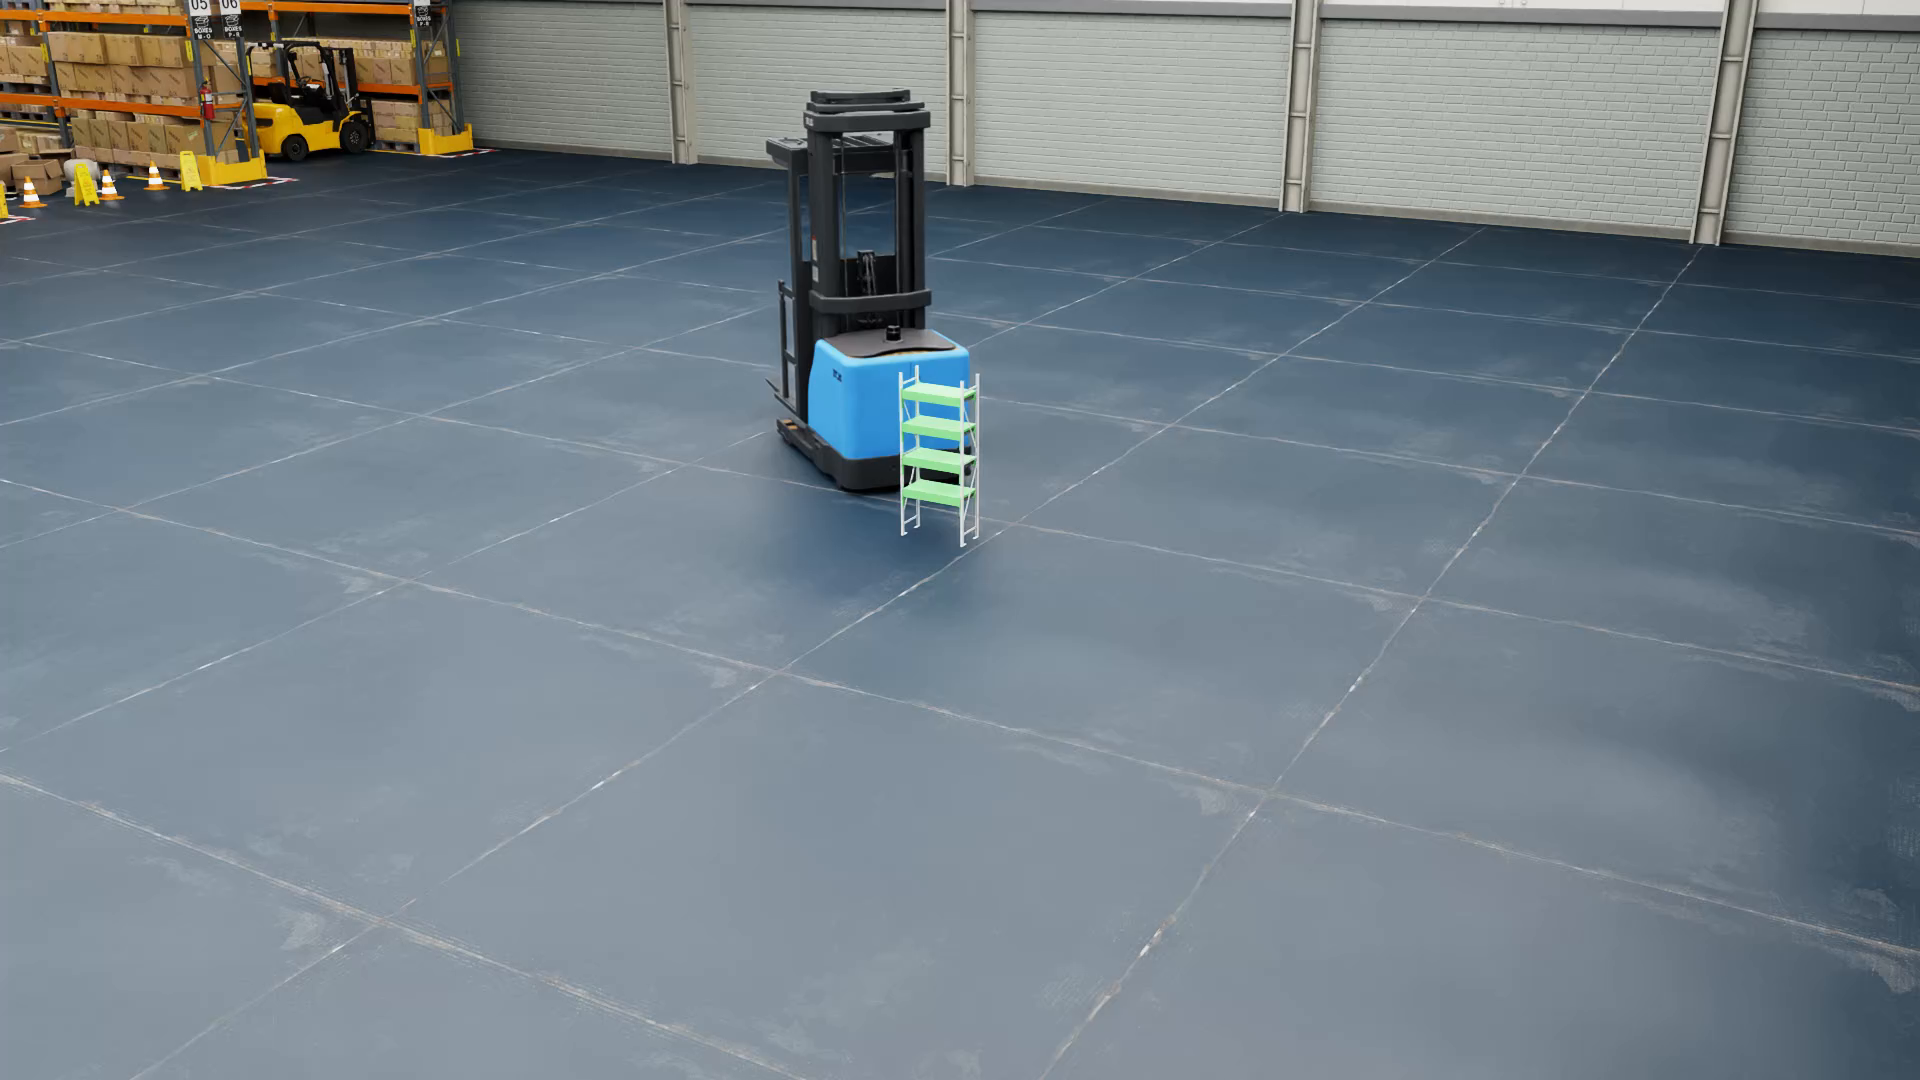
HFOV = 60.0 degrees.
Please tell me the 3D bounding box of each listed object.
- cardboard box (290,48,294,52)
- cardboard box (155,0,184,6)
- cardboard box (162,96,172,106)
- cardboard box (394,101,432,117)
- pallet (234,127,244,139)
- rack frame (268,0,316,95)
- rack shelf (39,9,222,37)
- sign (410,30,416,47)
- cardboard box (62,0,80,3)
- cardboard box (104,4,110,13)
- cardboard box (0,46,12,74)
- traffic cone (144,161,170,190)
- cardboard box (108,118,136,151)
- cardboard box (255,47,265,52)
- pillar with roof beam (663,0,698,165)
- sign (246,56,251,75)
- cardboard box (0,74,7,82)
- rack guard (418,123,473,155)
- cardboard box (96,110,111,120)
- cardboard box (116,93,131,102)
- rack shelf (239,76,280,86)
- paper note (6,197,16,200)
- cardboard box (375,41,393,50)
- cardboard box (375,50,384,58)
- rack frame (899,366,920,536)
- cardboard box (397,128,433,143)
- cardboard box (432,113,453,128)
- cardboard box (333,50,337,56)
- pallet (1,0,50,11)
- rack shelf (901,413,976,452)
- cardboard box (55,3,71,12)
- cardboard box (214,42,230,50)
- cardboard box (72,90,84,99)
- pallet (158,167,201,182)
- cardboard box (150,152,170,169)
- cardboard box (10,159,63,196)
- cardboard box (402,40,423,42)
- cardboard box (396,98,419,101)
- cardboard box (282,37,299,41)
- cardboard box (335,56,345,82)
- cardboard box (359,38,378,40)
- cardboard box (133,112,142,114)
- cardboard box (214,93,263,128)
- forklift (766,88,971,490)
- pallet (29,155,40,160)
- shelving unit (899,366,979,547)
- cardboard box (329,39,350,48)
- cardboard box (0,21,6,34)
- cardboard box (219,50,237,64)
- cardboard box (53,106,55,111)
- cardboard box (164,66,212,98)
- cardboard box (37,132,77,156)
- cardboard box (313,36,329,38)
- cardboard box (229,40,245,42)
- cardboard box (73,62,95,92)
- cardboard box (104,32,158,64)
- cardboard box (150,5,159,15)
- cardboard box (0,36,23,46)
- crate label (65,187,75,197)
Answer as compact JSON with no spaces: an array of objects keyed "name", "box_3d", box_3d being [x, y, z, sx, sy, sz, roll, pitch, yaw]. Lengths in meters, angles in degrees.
[{"name":"cardboard box","box_3d":[-13.638,-10.086,34.173,0.250,0.149,0.380,10,22,26]},{"name":"cardboard box","box_3d":[-13.292,-9.206,28.230,0.500,0.250,0.500,10,22,27]},{"name":"cardboard box","box_3d":[-13.633,-7.660,28.953,0.250,0.149,0.380,10,22,26]},{"name":"cardboard box","box_3d":[-10.850,-8.559,33.011,0.500,0.250,0.500,12,23,29]},{"name":"pallet","box_3d":[-15.520,-8.868,36.002,1.213,0.211,1.003,11,23,27]},{"name":"rack frame","box_3d":[-13.788,-9.865,34.663,0.127,3.000,1.000,11,23,27]},{"name":"rack shelf","box_3d":[-14.460,-9.126,29.282,4.000,0.370,1.077,11,23,27]},{"name":"sign","box_3d":[-10.573,-9.697,32.152,0.005,0.325,0.100,11,23,27]},{"name":"cardboard box","box_3d":[-15.500,-9.629,29.396,0.500,0.250,0.500,11,22,27]},{"name":"cardboard box","box_3d":[-14.705,-9.297,29.066,0.250,0.149,0.380,11,23,28]},{"name":"cardboard box","box_3d":[-17.602,-8.949,30.939,0.500,0.500,0.500,12,23,29]},{"name":"traffic cone","box_3d":[-13.718,-6.217,28.325,0.334,0.463,0.336,11,23,27]},{"name":"cardboard box","box_3d":[-14.897,-7.294,29.890,0.500,0.500,0.500,12,23,30]},{"name":"cardboard box","box_3d":[-14.429,-10.245,34.613,0.250,0.149,0.380,10,22,27]},{"name":"pillar with roof beam","box_3d":[-7.326,-10.125,26.581,0.400,9.000,9.100,11,23,27]},{"name":"sign","box_3d":[-12.449,-8.290,29.051,0.005,0.325,0.100,11,23,27]},{"name":"cardboard box","box_3d":[-17.673,-8.644,31.048,0.250,0.149,0.380,11,23,27]},{"name":"rack guard","box_3d":[-10.275,-8.021,33.244,0.348,0.500,1.175,11,23,27]},{"name":"cardboard box","box_3d":[-15.293,-7.647,29.913,0.250,0.149,0.380,12,23,29]},{"name":"cardboard box","box_3d":[-14.741,-7.872,29.536,0.250,0.149,0.380,11,23,27]},{"name":"rack shelf","box_3d":[-15.534,-9.860,35.702,4.000,0.370,1.077,11,23,27]},{"name":"paper note","box_3d":[-15.544,-5.594,27.245,0.144,0.017,0.142,-16,26,-38]},{"name":"cardboard box","box_3d":[-11.365,-9.819,33.002,0.250,0.149,0.380,11,23,28]},{"name":"cardboard box","box_3d":[-11.381,-9.666,33.015,0.250,0.149,0.380,11,22,27]},{"name":"rack frame","box_3d":[-0.358,-0.632,11.848,0.015,1.200,0.240,11,23,27]},{"name":"cardboard box","box_3d":[-10.860,-8.089,33.182,0.500,0.250,0.500,11,23,28]},{"name":"cardboard box","box_3d":[-10.605,-8.480,33.527,0.500,0.250,0.500,11,23,28]},{"name":"cardboard box","box_3d":[-12.535,-9.865,33.563,0.250,0.149,0.380,10,22,26]},{"name":"pallet","box_3d":[-16.693,-9.843,30.478,1.003,0.211,1.213,11,23,27]},{"name":"rack shelf","box_3d":[-0.145,-0.757,11.676,0.480,0.148,0.258,11,23,27]},{"name":"cardboard box","box_3d":[-15.853,-9.493,29.607,0.250,0.149,0.380,11,23,27]},{"name":"cardboard box","box_3d":[-15.594,-10.433,35.129,0.250,0.149,0.380,10,22,26]},{"name":"cardboard box","box_3d":[-15.841,-8.094,30.149,0.250,0.149,0.380,12,23,29]},{"name":"pallet","box_3d":[-13.472,-6.569,29.665,1.213,0.211,1.003,11,23,27]},{"name":"cardboard box","box_3d":[-13.999,-6.769,29.545,0.500,0.250,0.500,11,23,27]},{"name":"cardboard box","box_3d":[-15.482,-6.087,27.907,0.637,0.503,0.797,-4,20,-10]},{"name":"cardboard box","box_3d":[-10.935,-9.905,33.237,0.250,0.149,0.380,11,23,28]},{"name":"cardboard box","box_3d":[-11.061,-8.793,33.658,0.500,0.250,0.500,11,23,27]},{"name":"cardboard box","box_3d":[-13.655,-10.216,34.095,0.250,0.149,0.380,11,23,28]},{"name":"cardboard box","box_3d":[-12.194,-9.505,33.524,0.500,0.500,0.500,11,23,28]},{"name":"cardboard box","box_3d":[-12.054,-10.120,33.831,0.250,0.149,0.380,12,23,29]},{"name":"cardboard box","box_3d":[-18.186,-9.646,37.107,0.500,0.500,0.500,10,22,26]},{"name":"cardboard box","box_3d":[-15.580,-9.286,35.931,0.625,0.625,0.875,10,22,25]},{"name":"forklift","box_3d":[-0.923,-2.230,13.714,1.130,2.935,3.031,-8,21,-20]},{"name":"pallet","box_3d":[-16.886,-7.205,31.419,1.213,0.211,1.003,11,23,27]},{"name":"shelving unit","box_3d":[-0.145,-0.592,11.736,0.503,1.200,0.258,11,23,27]},{"name":"cardboard box","box_3d":[-12.491,-10.025,33.569,0.250,0.149,0.380,11,23,27]},{"name":"cardboard box","box_3d":[-22.690,-11.878,38.895,0.500,0.500,0.500,11,23,29]},{"name":"cardboard box","box_3d":[-15.238,-10.206,35.088,0.500,0.250,0.500,11,23,28]},{"name":"cardboard box","box_3d":[-21.234,-10.309,39.214,0.500,0.311,0.500,12,23,29]},{"name":"cardboard box","box_3d":[-13.322,-7.917,28.709,0.500,0.500,0.500,10,22,26]},{"name":"cardboard box","box_3d":[-16.665,-7.436,31.202,0.625,0.372,0.950,11,23,28]},{"name":"cardboard box","box_3d":[-13.163,-10.340,34.437,0.250,0.149,0.380,10,22,26]},{"name":"cardboard box","box_3d":[-15.548,-10.639,35.698,0.250,0.149,0.380,12,23,29]},{"name":"cardboard box","box_3d":[-15.508,-8.341,29.878,0.500,0.500,0.500,11,23,27]},{"name":"cardboard box","box_3d":[-14.567,-8.664,29.301,0.500,0.500,0.700,11,22,27]},{"name":"cardboard box","box_3d":[-13.610,-9.076,28.456,0.250,0.149,0.380,12,23,29]},{"name":"cardboard box","box_3d":[-17.578,-9.235,30.775,0.250,0.149,0.380,10,22,25]},{"name":"crate label","box_3d":[-14.679,-5.789,27.623,0.298,0.136,0.250,0,20,-1]}]
